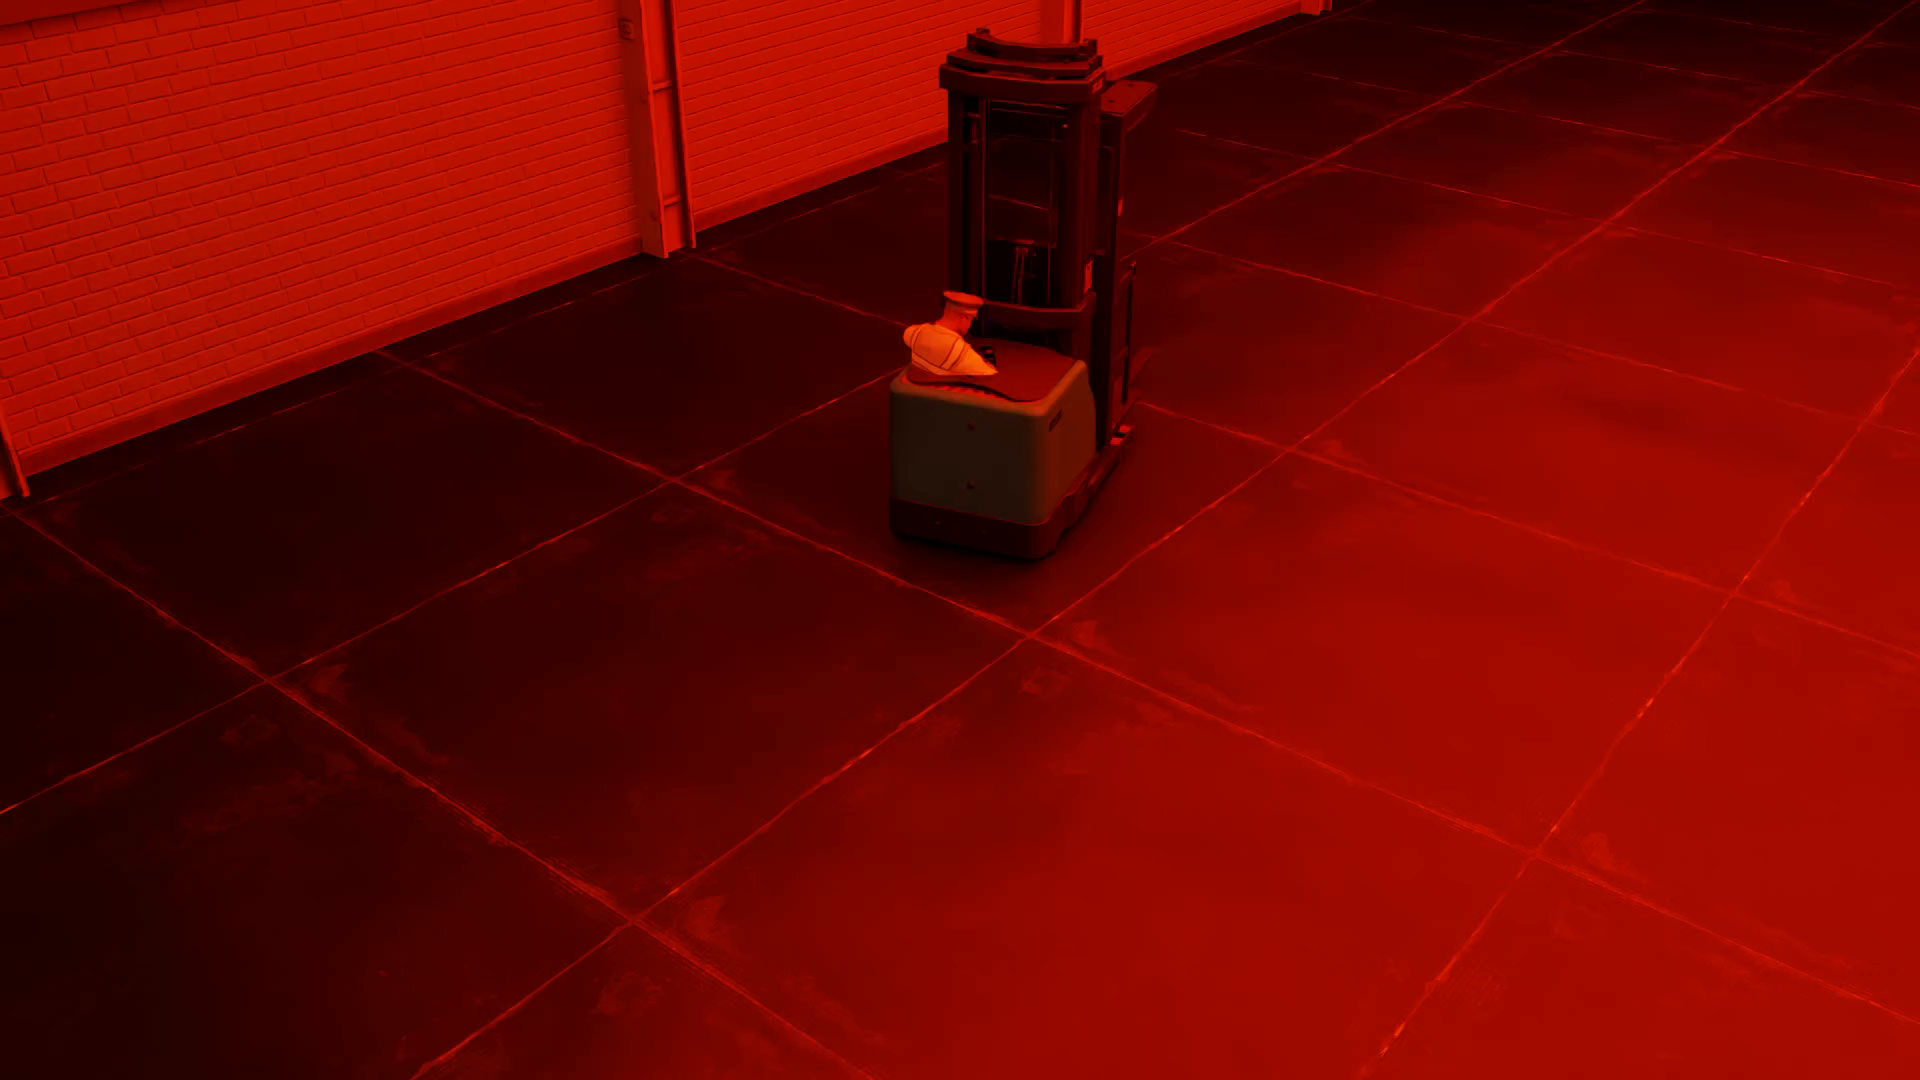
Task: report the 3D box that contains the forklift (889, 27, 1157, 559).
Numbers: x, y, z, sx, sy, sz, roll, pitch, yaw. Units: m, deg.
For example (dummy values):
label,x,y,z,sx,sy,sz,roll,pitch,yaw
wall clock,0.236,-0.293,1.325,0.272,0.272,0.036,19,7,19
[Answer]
label,x,y,z,sx,sy,sz,roll,pitch,yaw
forklift,0.579,-1.877,10.807,1.130,2.935,3.031,12,32,19

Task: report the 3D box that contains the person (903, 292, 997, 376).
label,x,y,z,sx,sy,sz,roll,pitch,yaw
person,0.005,-0.879,10.492,0.740,1.520,1.153,-22,37,-33
